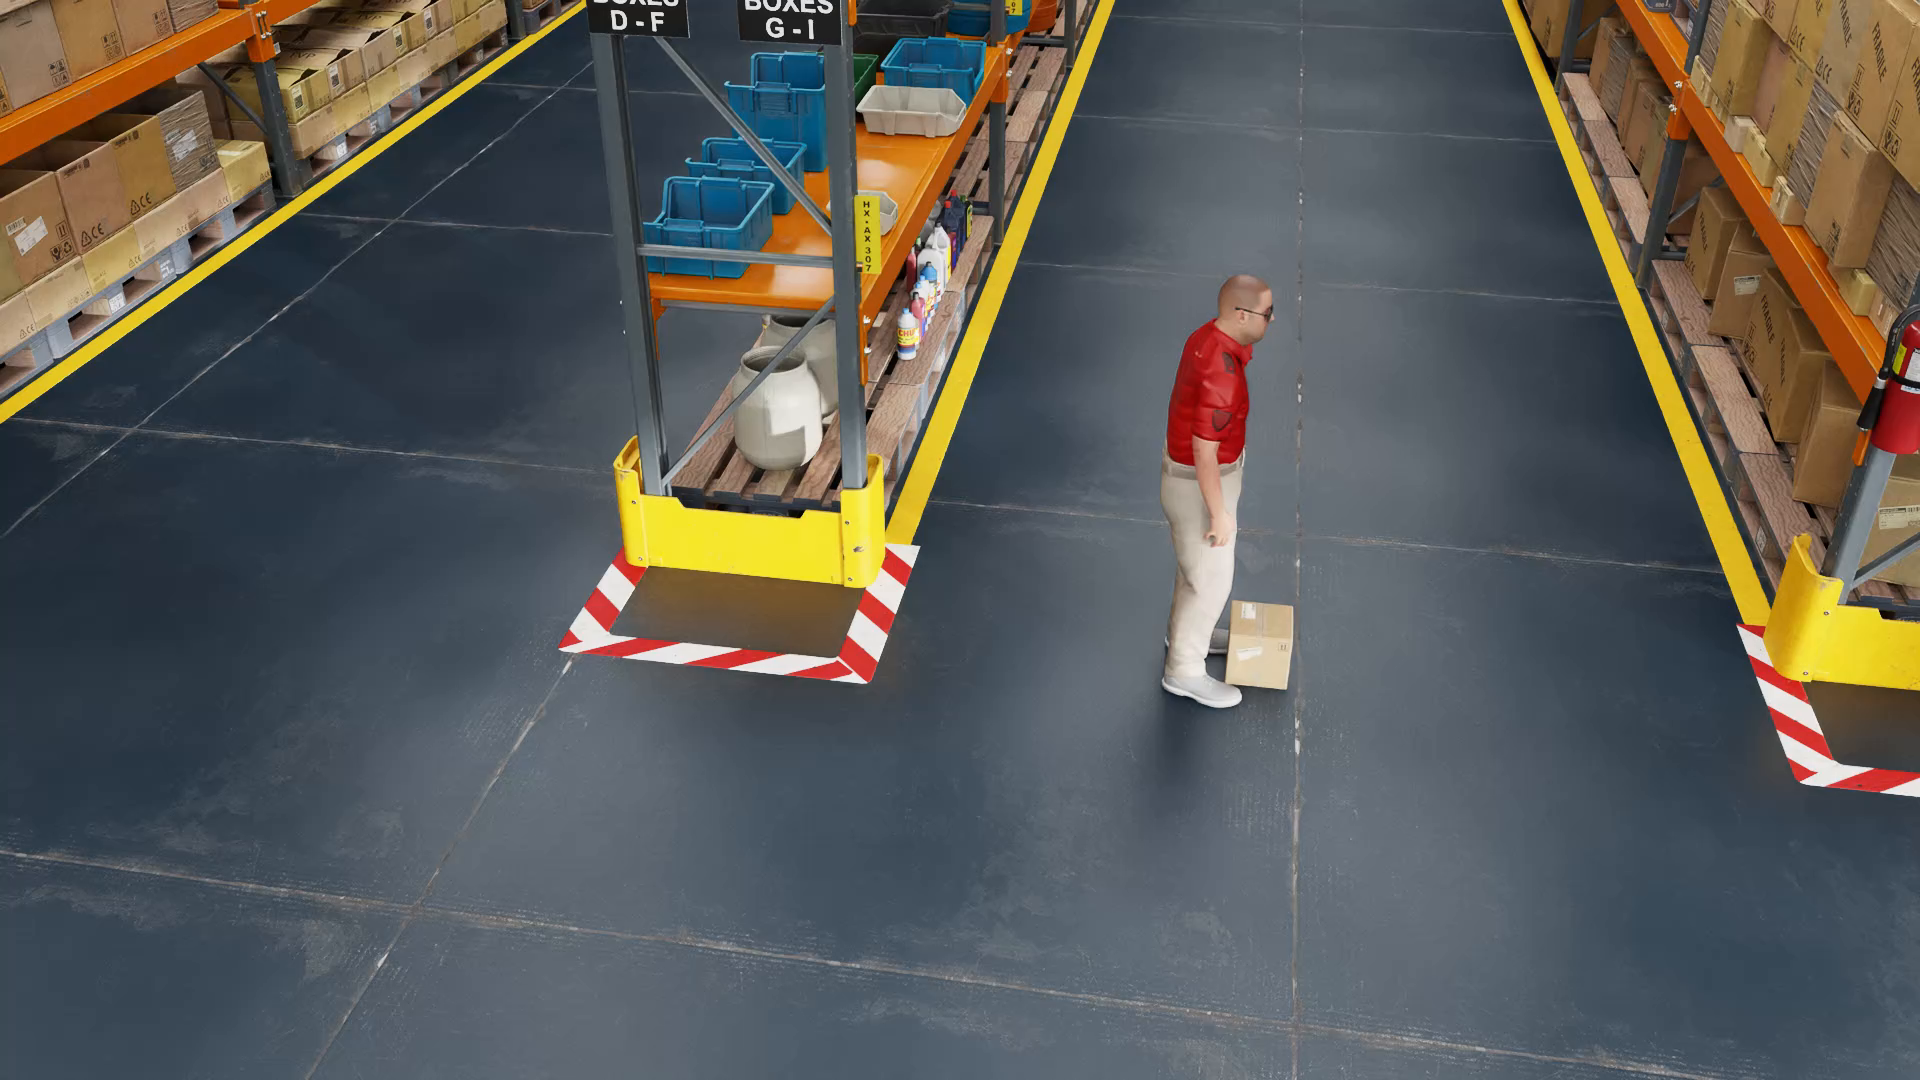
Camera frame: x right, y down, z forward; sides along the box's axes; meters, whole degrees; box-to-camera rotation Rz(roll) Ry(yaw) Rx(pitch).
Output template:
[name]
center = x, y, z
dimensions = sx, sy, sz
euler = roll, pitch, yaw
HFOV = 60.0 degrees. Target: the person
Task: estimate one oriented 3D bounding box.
[person]
center = 0.983, -0.217, 6.494
dimensions = 0.401, 1.726, 0.605
euler = 3, 32, 5
